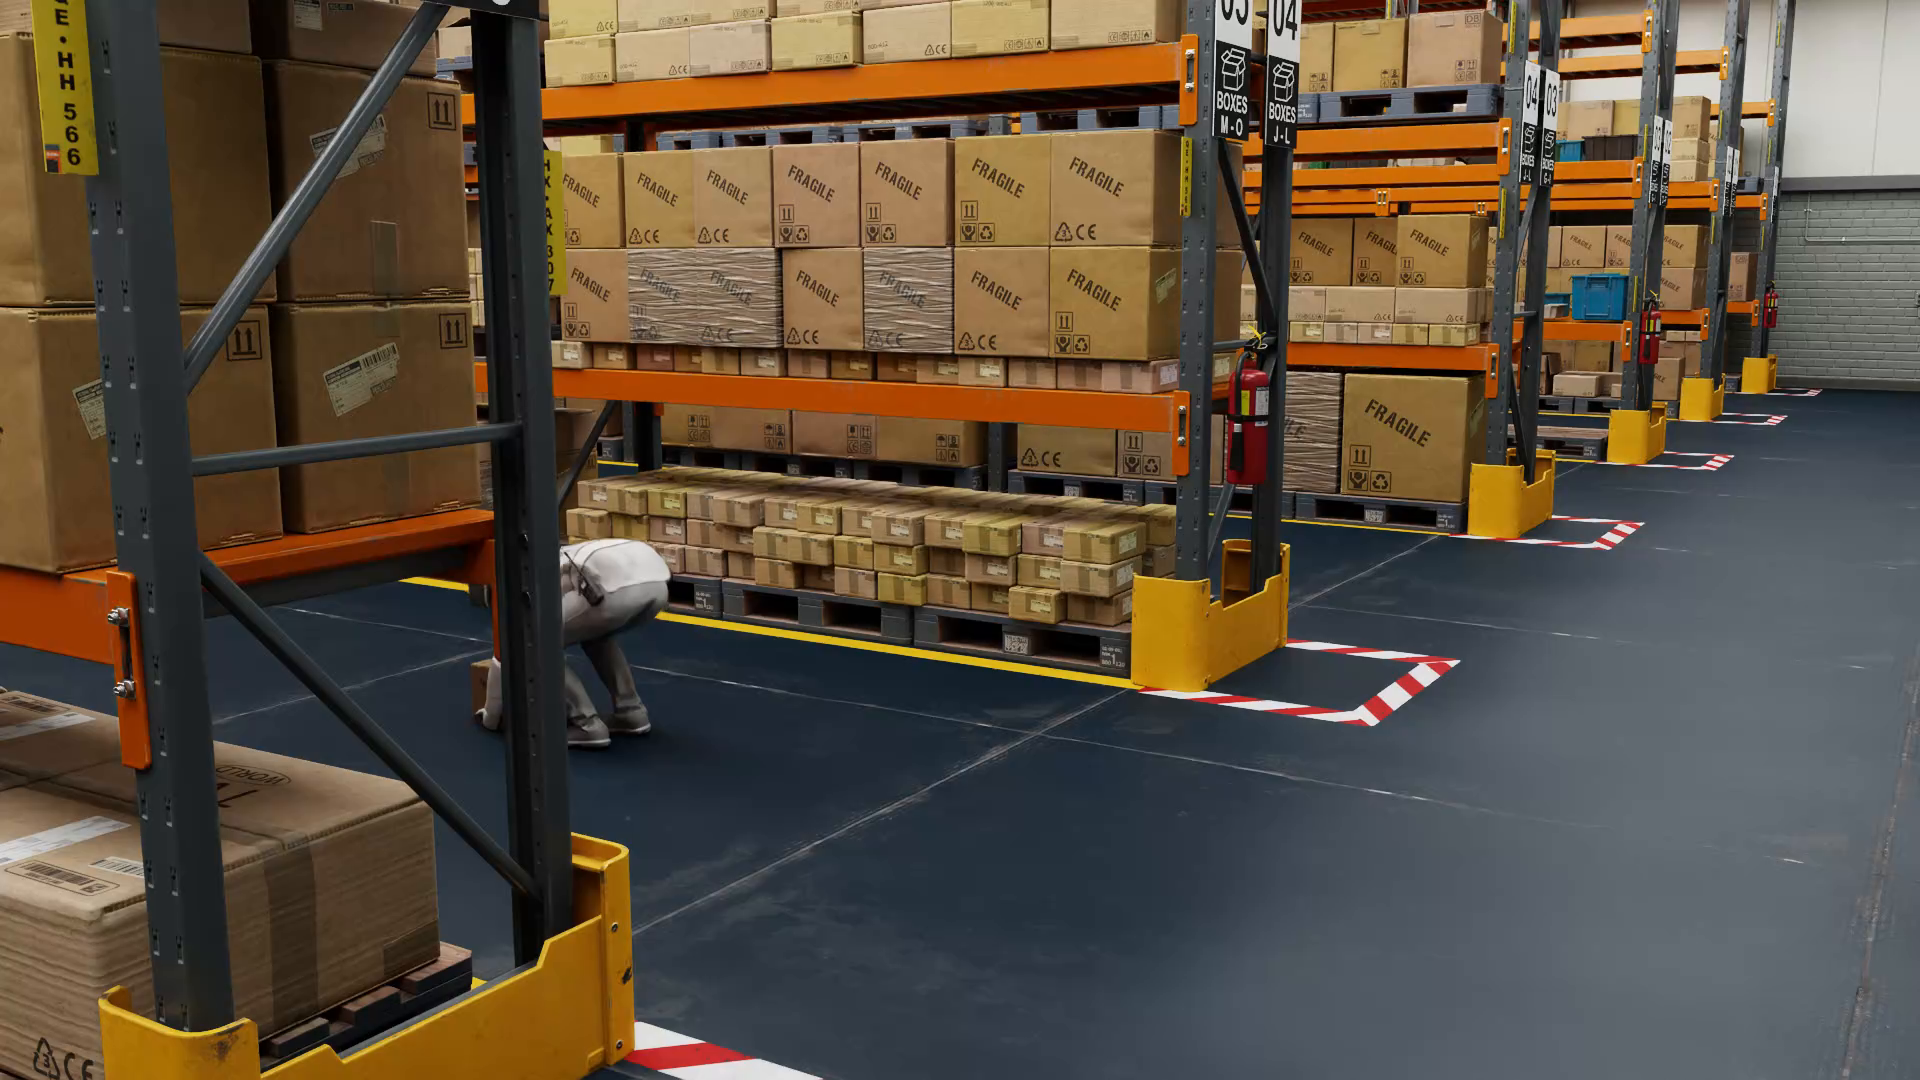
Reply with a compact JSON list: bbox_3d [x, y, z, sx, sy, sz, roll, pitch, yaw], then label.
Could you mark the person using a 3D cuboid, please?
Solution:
[{"bbox_3d":[-1.577,0.396,6.674,0.898,0.822,0.469,5,11,29],"label":"person"}]
